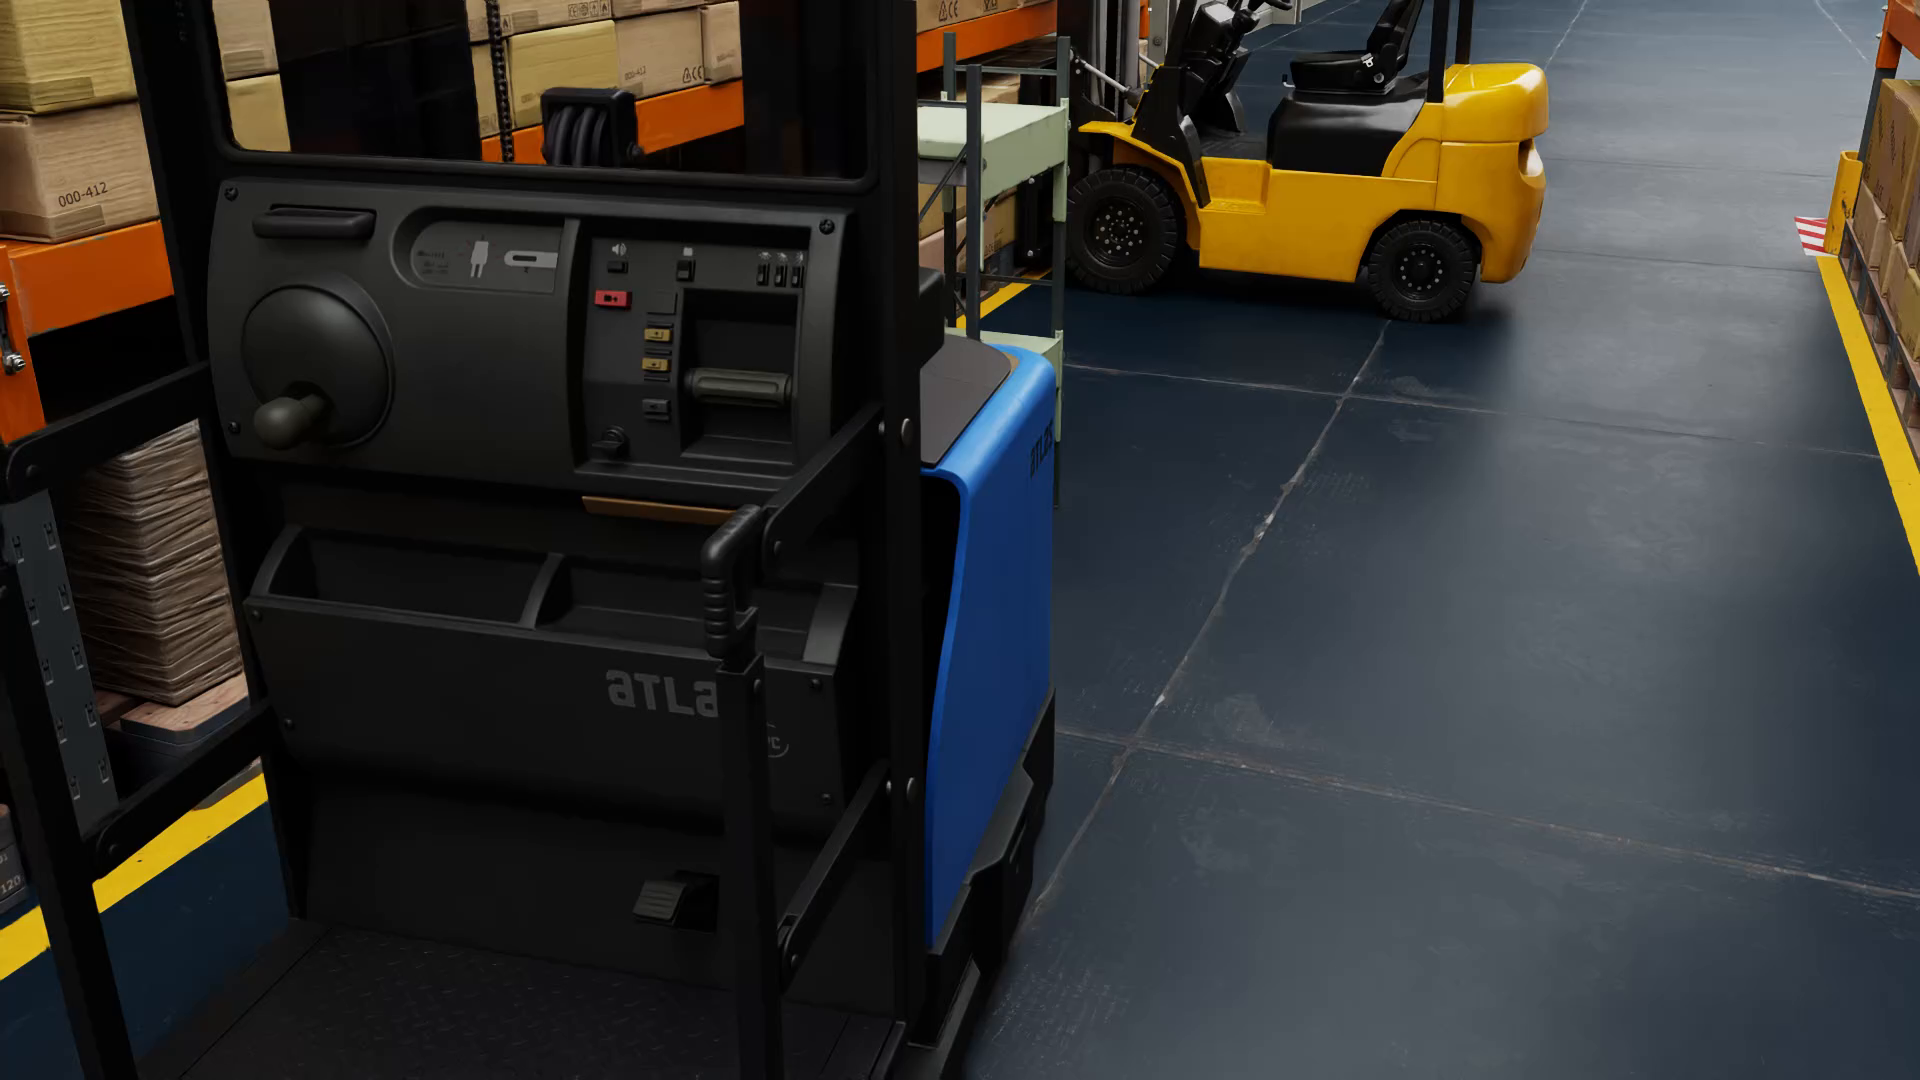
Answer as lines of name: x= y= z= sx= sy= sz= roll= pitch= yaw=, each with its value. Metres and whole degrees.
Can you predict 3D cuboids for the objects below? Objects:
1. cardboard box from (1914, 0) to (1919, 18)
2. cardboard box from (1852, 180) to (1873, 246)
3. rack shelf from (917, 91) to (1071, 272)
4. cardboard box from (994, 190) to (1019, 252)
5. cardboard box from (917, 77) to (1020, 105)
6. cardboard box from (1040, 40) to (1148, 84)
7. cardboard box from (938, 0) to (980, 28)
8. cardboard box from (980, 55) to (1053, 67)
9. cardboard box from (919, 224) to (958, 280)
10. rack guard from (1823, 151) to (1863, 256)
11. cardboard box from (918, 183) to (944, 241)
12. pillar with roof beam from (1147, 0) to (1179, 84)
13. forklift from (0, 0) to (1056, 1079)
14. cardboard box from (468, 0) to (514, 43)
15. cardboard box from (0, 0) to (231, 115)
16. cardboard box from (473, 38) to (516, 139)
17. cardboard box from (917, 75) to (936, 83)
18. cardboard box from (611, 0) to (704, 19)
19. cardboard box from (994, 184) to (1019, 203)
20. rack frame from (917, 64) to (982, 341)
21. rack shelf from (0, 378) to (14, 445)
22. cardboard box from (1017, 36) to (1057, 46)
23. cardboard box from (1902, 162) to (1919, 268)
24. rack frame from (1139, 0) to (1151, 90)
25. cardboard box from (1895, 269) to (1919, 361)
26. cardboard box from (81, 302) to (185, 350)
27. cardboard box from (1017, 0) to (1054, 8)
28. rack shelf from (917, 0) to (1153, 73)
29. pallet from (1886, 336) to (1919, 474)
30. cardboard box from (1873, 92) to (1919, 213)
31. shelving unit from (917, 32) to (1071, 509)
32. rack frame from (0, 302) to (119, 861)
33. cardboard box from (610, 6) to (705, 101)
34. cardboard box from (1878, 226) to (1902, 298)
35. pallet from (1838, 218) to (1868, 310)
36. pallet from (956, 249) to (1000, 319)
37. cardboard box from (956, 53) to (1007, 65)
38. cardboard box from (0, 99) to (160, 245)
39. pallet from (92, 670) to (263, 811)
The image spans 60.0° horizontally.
cardboard box: x=4.568 y=-2.448 z=7.546 sx=0.380 sy=0.149 sz=0.250 roll=9 pitch=24 yaw=21
cardboard box: x=4.721 y=-1.592 z=8.193 sx=0.500 sy=0.250 sz=0.500 roll=9 pitch=24 yaw=20
rack shelf: x=0.002 y=-1.055 z=4.816 sx=0.431 sy=0.370 sz=0.720 roll=9 pitch=24 yaw=20
cardboard box: x=0.019 y=-1.615 z=8.247 sx=0.500 sy=0.250 sz=0.500 roll=9 pitch=24 yaw=21
cardboard box: x=0.026 y=-2.070 z=8.039 sx=0.500 sy=0.250 sz=0.500 roll=10 pitch=25 yaw=22
cardboard box: x=0.786 y=-2.802 z=9.793 sx=0.500 sy=0.250 sz=0.500 roll=10 pitch=25 yaw=22
cardboard box: x=-0.233 y=-2.550 z=7.334 sx=0.500 sy=0.500 sz=0.500 roll=9 pitch=24 yaw=21
cardboard box: x=0.424 y=-2.437 z=8.918 sx=0.500 sy=0.250 sz=0.500 roll=9 pitch=24 yaw=21
cardboard box: x=-0.331 y=-1.245 z=7.361 sx=0.500 sy=0.250 sz=0.500 roll=9 pitch=24 yaw=21
rack guard: x=5.249 y=-1.736 z=8.756 sx=1.175 sy=0.500 sz=0.348 roll=9 pitch=24 yaw=20
cardboard box: x=-0.352 y=-1.479 z=7.272 sx=0.500 sy=0.250 sz=0.500 roll=9 pitch=24 yaw=20
pillar with roof beam: x=5.798 y=-7.804 z=12.259 sx=9.100 sy=9.000 sz=0.400 roll=9 pitch=24 yaw=20
forklift: x=-0.654 y=-0.259 z=2.066 sx=1.130 sy=2.935 sz=3.031 roll=6 pitch=23 yaw=13
cardboard box: x=-1.514 y=-1.412 z=4.284 sx=0.500 sy=0.250 sz=0.500 roll=8 pitch=24 yaw=19
cardboard box: x=-1.889 y=-1.044 z=3.405 sx=0.500 sy=0.250 sz=0.500 roll=9 pitch=24 yaw=20
cardboard box: x=-1.536 y=-1.182 z=4.382 sx=0.500 sy=0.250 sz=0.500 roll=8 pitch=24 yaw=18
cardboard box: x=-0.441 y=-2.147 z=8.223 sx=0.500 sy=0.250 sz=0.500 roll=9 pitch=24 yaw=20
cardboard box: x=-1.143 y=-1.776 z=5.156 sx=0.500 sy=0.250 sz=0.500 roll=9 pitch=24 yaw=21
cardboard box: x=0.031 y=-1.837 z=8.131 sx=0.500 sy=0.250 sz=0.500 roll=9 pitch=24 yaw=20
rack frame: x=-0.133 y=-0.563 z=4.653 sx=0.400 sy=1.500 sz=0.023 roll=9 pitch=24 yaw=20
rack shelf: x=-3.047 y=0.285 z=1.609 sx=1.077 sy=0.370 sz=4.000 roll=9 pitch=24 yaw=20
cardboard box: x=0.313 y=-2.867 z=9.947 sx=0.500 sy=0.250 sz=0.500 roll=8 pitch=24 yaw=19
cardboard box: x=4.138 y=-1.371 z=6.690 sx=0.500 sy=0.500 sz=0.500 roll=10 pitch=25 yaw=23
rack frame: x=0.667 y=-3.626 z=10.038 sx=1.000 sy=3.000 sz=0.127 roll=9 pitch=24 yaw=20
cardboard box: x=3.950 y=-0.852 z=6.420 sx=0.500 sy=0.250 sz=0.500 roll=8 pitch=24 yaw=19
cardboard box: x=-1.824 y=-0.317 z=4.653 sx=0.875 sy=0.625 sz=0.625 roll=10 pitch=25 yaw=22
cardboard box: x=0.161 y=-2.909 z=8.192 sx=0.500 sy=0.500 sz=0.500 roll=9 pitch=24 yaw=20
rack shelf: x=-0.075 y=-2.578 z=8.463 sx=1.077 sy=0.370 sz=4.000 roll=9 pitch=24 yaw=20
pallet: x=4.008 y=-0.444 z=6.038 sx=1.003 sy=0.211 sz=1.213 roll=9 pitch=24 yaw=20
cardboard box: x=4.523 y=-1.742 z=7.578 sx=0.500 sy=0.500 sz=0.500 roll=8 pitch=24 yaw=18
shelving unit: x=0.002 y=-0.694 z=4.967 sx=0.431 sy=1.500 sz=0.755 roll=9 pitch=24 yaw=20
rack frame: x=-2.304 y=-0.763 z=3.184 sx=1.000 sy=3.000 sz=0.127 roll=9 pitch=24 yaw=20
cardboard box: x=-1.157 y=-1.553 z=5.271 sx=0.500 sy=0.250 sz=0.500 roll=9 pitch=24 yaw=20
cardboard box: x=4.333 y=-1.214 z=7.286 sx=0.500 sy=0.250 sz=0.500 roll=11 pitch=25 yaw=24
pallet: x=4.915 y=-1.317 z=8.128 sx=1.003 sy=0.211 sz=1.213 roll=9 pitch=24 yaw=20
pallet: x=-0.484 y=-1.186 z=7.815 sx=1.003 sy=0.211 sz=1.213 roll=9 pitch=24 yaw=20
cardboard box: x=-0.065 y=-2.510 z=9.093 sx=0.500 sy=0.250 sz=0.500 roll=9 pitch=24 yaw=20
cardboard box: x=-1.912 y=-0.817 z=3.509 sx=0.500 sy=0.250 sz=0.500 roll=9 pitch=24 yaw=20
pallet: x=-1.962 y=0.235 z=4.414 sx=1.003 sy=0.211 sz=1.213 roll=9 pitch=24 yaw=20
